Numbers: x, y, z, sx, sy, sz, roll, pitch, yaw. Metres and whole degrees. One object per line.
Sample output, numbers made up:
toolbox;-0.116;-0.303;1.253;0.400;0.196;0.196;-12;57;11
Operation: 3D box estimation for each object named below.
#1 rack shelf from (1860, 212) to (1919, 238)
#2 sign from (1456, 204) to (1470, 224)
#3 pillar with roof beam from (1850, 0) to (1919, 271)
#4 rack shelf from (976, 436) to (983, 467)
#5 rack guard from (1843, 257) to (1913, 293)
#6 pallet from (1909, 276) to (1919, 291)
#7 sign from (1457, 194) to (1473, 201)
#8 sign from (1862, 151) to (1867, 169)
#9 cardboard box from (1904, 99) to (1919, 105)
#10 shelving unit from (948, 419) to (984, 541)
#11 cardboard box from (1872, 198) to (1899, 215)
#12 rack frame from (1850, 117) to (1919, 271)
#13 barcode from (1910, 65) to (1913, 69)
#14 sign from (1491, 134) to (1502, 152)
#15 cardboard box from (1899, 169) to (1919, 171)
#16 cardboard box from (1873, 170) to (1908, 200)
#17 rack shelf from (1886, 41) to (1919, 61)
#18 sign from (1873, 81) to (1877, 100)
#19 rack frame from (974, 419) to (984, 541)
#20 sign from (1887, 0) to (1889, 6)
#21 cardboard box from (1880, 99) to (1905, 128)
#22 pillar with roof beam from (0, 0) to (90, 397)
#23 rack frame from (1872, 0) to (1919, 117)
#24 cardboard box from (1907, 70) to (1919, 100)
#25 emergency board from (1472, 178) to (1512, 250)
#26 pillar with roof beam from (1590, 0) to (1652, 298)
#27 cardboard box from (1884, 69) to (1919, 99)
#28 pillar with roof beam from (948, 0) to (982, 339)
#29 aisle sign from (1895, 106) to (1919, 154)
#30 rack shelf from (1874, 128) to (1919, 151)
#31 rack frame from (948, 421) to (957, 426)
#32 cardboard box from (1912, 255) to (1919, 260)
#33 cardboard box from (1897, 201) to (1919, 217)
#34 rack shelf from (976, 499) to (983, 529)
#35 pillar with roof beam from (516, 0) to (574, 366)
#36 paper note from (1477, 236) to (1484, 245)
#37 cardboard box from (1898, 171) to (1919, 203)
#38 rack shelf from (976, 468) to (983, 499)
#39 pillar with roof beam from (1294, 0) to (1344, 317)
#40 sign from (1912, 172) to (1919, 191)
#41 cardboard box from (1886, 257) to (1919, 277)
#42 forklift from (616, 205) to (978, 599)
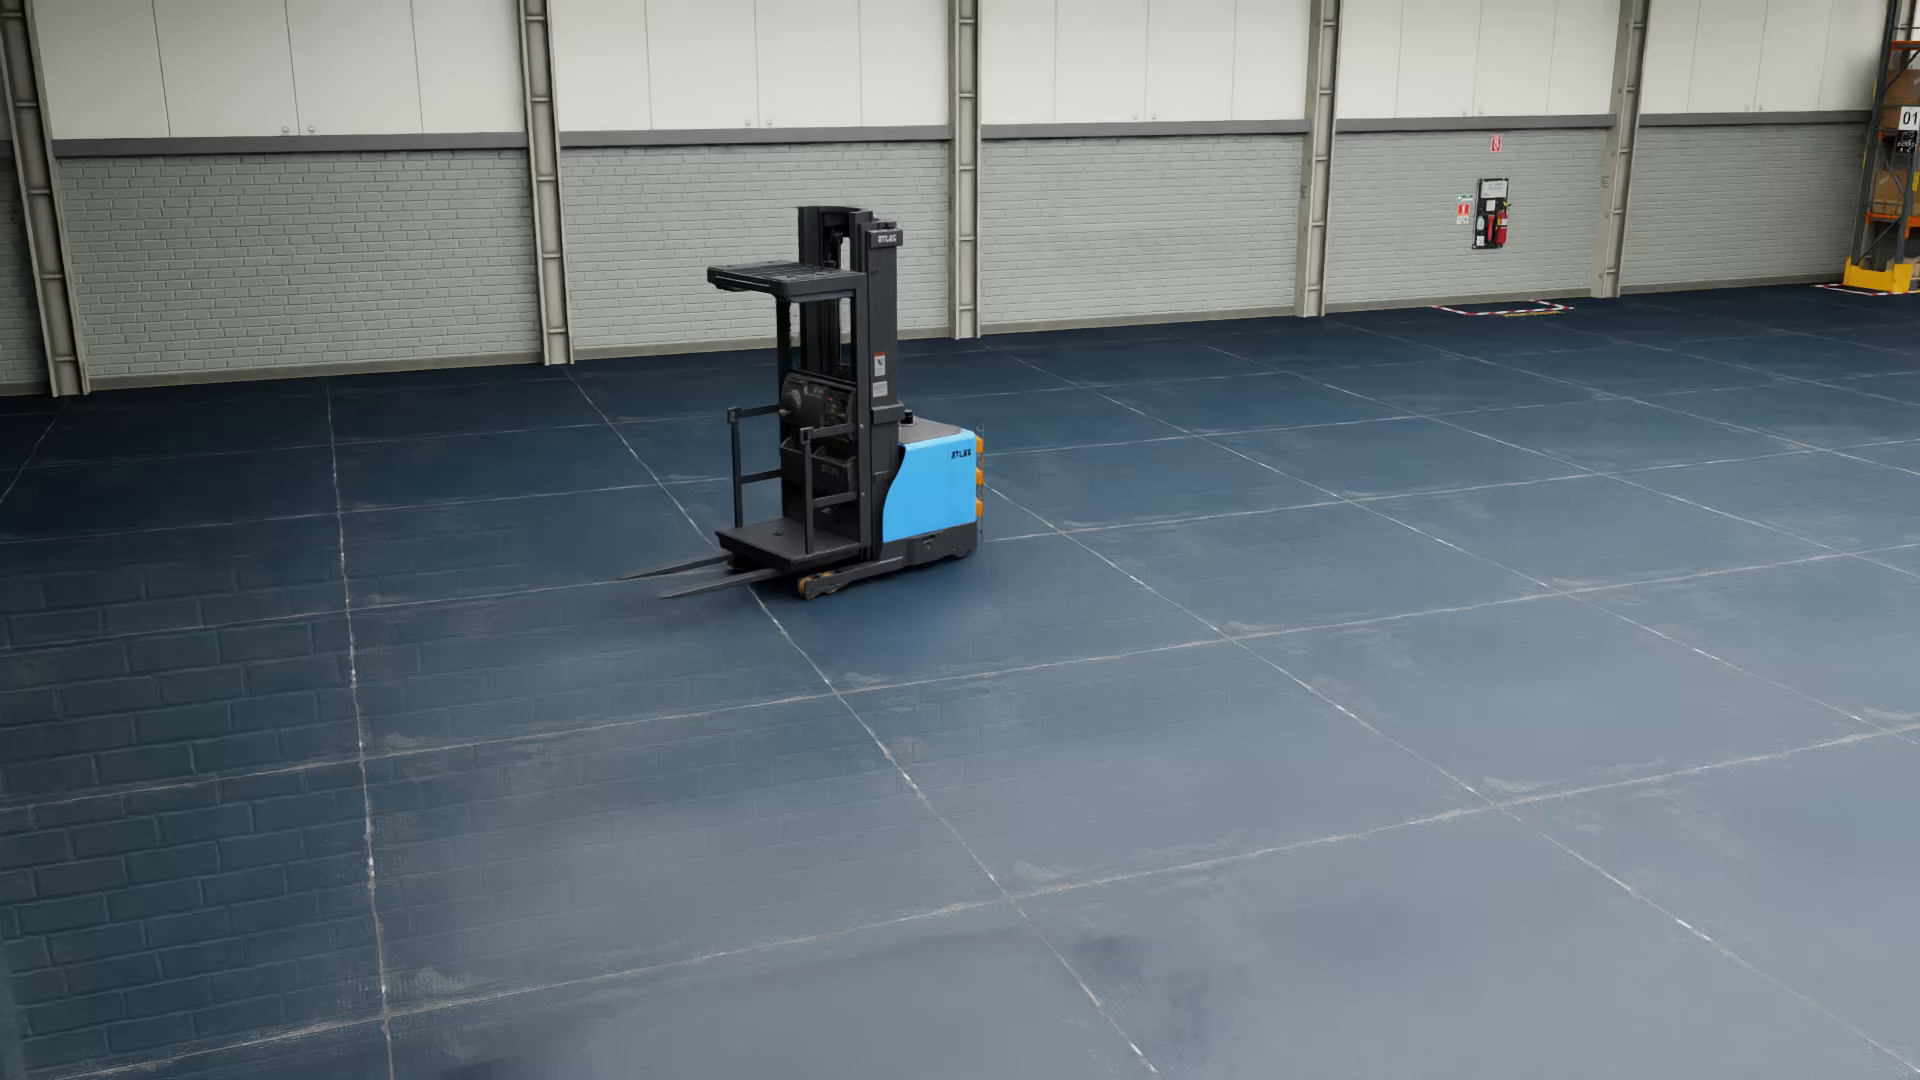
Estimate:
rack shelf;18.398;-5.859;30.502;4.000;0.370;1.077;-6;17;-20
sign;8.397;-5.445;27.752;0.234;0.329;0.001;-6;17;-20
pillar with roof beam;18.415;-8.046;26.027;0.400;9.000;9.100;-6;17;-20
rack shelf;0.050;-0.771;14.392;0.240;0.259;0.215;-6;17;-20
rack guard;16.601;-4.810;30.092;0.348;0.500;1.175;-6;17;-20
pallet;17.372;-4.744;30.380;1.213;0.211;1.003;-6;17;-20
sign;8.404;-5.697;27.671;0.331;0.109;0.001;-6;17;-20
sign;16.350;-6.857;30.010;0.005;0.325;0.100;-6;17;-20
cardboard box;16.932;-7.467;29.165;0.500;0.500;0.500;-6;17;-19
shelving unit;0.050;-0.509;14.469;0.252;1.050;0.215;-6;17;-20
cardboard box;16.897;-6.038;30.066;0.500;0.250;0.500;-6;17;-19
rack frame;16.530;-6.002;29.714;0.127;3.000;1.000;-6;17;-20
barcode;17.014;-8.460;29.743;0.075;0.075;0.001;-6;17;-20
sign;8.907;-6.594;27.615;0.199;0.298;0.001;-6;17;-20
cardboard box;17.368;-6.451;30.143;0.500;0.500;0.500;-6;17;-19
cardboard box;16.894;-6.403;29.979;0.500;0.500;0.500;-6;18;-21
rack shelf;18.398;-8.735;29.657;4.000;0.370;1.077;-6;17;-20
sign;16.350;-8.014;29.671;0.005;0.325;0.100;-6;17;-20
rack frame;0.164;-0.521;14.511;0.008;1.050;0.200;-6;17;-20
sign;16.350;-9.553;29.219;0.005;0.325;0.100;-6;17;-20
cardboard box;16.829;-7.608;29.644;0.500;0.500;0.500;-5;17;-16
pillar with roof beam;-9.599;-5.021;15.727;0.400;9.000;9.100;-6;17;-20
rack frame;16.530;-8.881;28.868;0.127;3.000;1.000;-6;17;-20
cardboard box;16.977;-7.954;29.048;0.500;0.500;0.500;-8;18;-24
emergency board;8.950;-5.456;27.855;0.643;1.169;0.194;-6;17;-20
pillar with roof beam;12.812;-7.441;23.967;0.400;9.000;9.100;-6;17;-20
cardboard box;16.839;-8.091;29.516;0.500;0.500;0.500;-5;17;-18
pillar with roof beam;1.606;-6.231;19.847;0.400;9.000;9.100;-6;17;-20
aisle sign;16.570;-7.163;29.054;0.004;0.787;0.394;-6;17;-20
rack shelf;18.398;-7.298;30.079;4.000;0.370;1.077;-6;17;-20
rack frame;-0.064;-0.497;14.427;0.008;1.050;0.200;-6;17;-20
cardboard box;17.741;-5.027;30.383;0.500;0.311;0.500;-5;17;-15
cardboard box;17.099;-5.905;29.615;0.500;0.250;0.500;-7;18;-22
rack shelf;0.050;-0.232;14.550;0.240;0.259;0.215;-6;17;-20
pillar with roof beam;-3.996;-5.626;17.787;0.400;9.000;9.100;-6;17;-20
paper note;8.760;-5.034;27.980;0.142;0.148;0.016;-6;17;-20
cardboard box;17.083;-6.269;29.521;0.500;0.500;0.500;-6;17;-20
rack shelf;0.050;-0.499;14.472;0.240;0.259;0.215;-6;17;-20
pillar with roof beam;7.209;-6.836;21.907;0.400;9.000;9.100;-6;17;-20
sign;16.724;-6.275;29.106;0.005;0.325;0.100;-6;17;-20
cardboard box;17.208;-4.969;30.188;0.500;0.311;0.500;-8;18;-26
forklift;-1.296;-1.112;13.183;3.031;2.935;1.130;-14;21;-39
